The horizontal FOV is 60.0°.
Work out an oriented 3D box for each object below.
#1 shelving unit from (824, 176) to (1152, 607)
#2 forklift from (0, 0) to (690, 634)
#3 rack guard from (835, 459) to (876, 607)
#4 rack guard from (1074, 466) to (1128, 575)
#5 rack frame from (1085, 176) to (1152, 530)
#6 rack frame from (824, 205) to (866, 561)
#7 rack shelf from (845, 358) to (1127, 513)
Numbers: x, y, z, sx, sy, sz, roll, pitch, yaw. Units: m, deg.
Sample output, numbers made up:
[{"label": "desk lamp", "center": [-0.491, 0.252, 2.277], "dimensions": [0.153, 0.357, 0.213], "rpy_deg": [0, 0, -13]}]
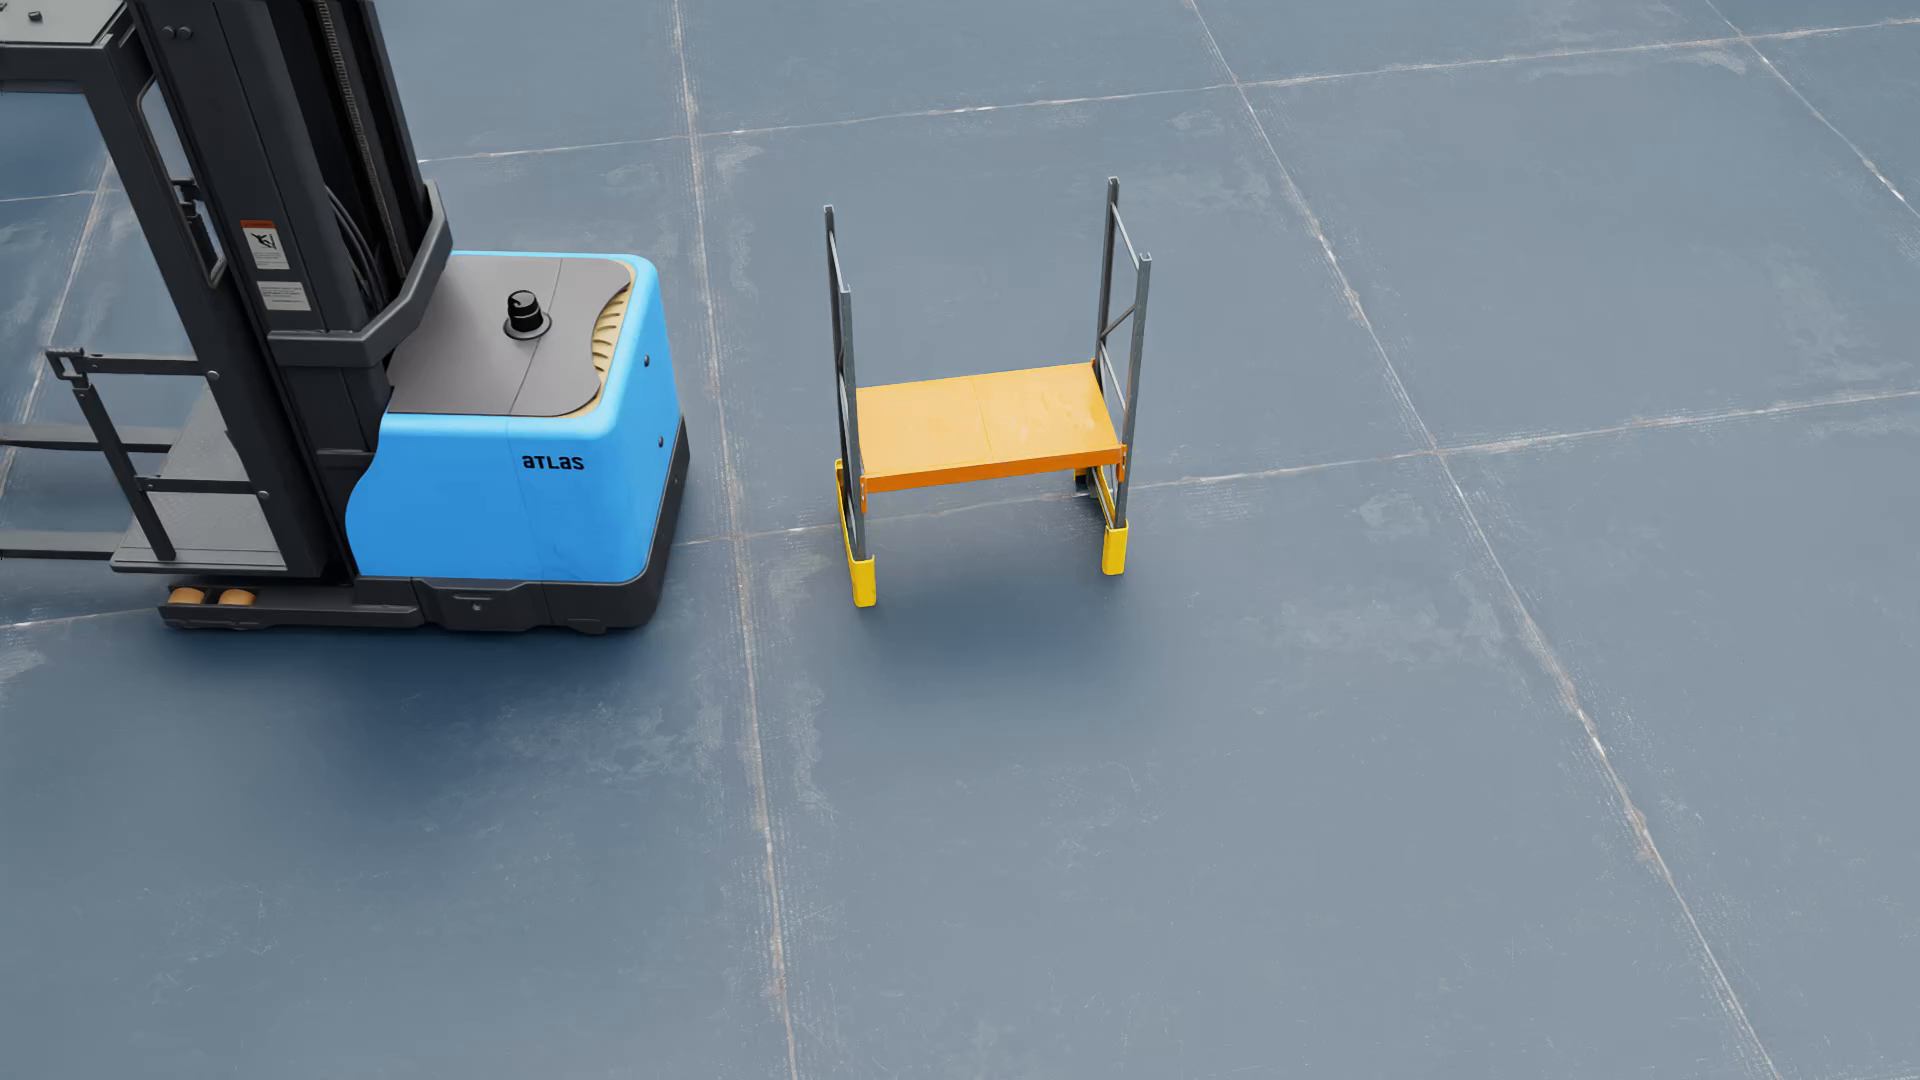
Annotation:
[{"label": "shelving unit", "center": [0.075, -0.530, 6.219], "dimensions": [1.083, 1.500, 0.587], "rpy_deg": [-7, 46, -7]}, {"label": "forklift", "center": [-2.664, -1.050, 5.726], "dimensions": [3.031, 2.935, 1.130], "rpy_deg": [2, 46, 2]}, {"label": "rack guard", "center": [-0.416, -0.035, 6.610], "dimensions": [0.087, 0.250, 0.587], "rpy_deg": [-7, 46, -7]}, {"label": "rack guard", "center": [0.566, -0.157, 6.728], "dimensions": [0.087, 0.250, 0.587], "rpy_deg": [-7, 46, -7]}, {"label": "rack frame", "center": [0.585, -0.593, 6.280], "dimensions": [0.032, 1.500, 0.500], "rpy_deg": [-7, 46, -7]}, {"label": "rack frame", "center": [-0.417, -0.468, 6.160], "dimensions": [0.032, 1.500, 0.500], "rpy_deg": [-7, 46, -7]}, {"label": "rack shelf", "center": [0.084, -0.406, 6.350], "dimensions": [1.000, 0.185, 0.538], "rpy_deg": [-7, 46, -7]}]
